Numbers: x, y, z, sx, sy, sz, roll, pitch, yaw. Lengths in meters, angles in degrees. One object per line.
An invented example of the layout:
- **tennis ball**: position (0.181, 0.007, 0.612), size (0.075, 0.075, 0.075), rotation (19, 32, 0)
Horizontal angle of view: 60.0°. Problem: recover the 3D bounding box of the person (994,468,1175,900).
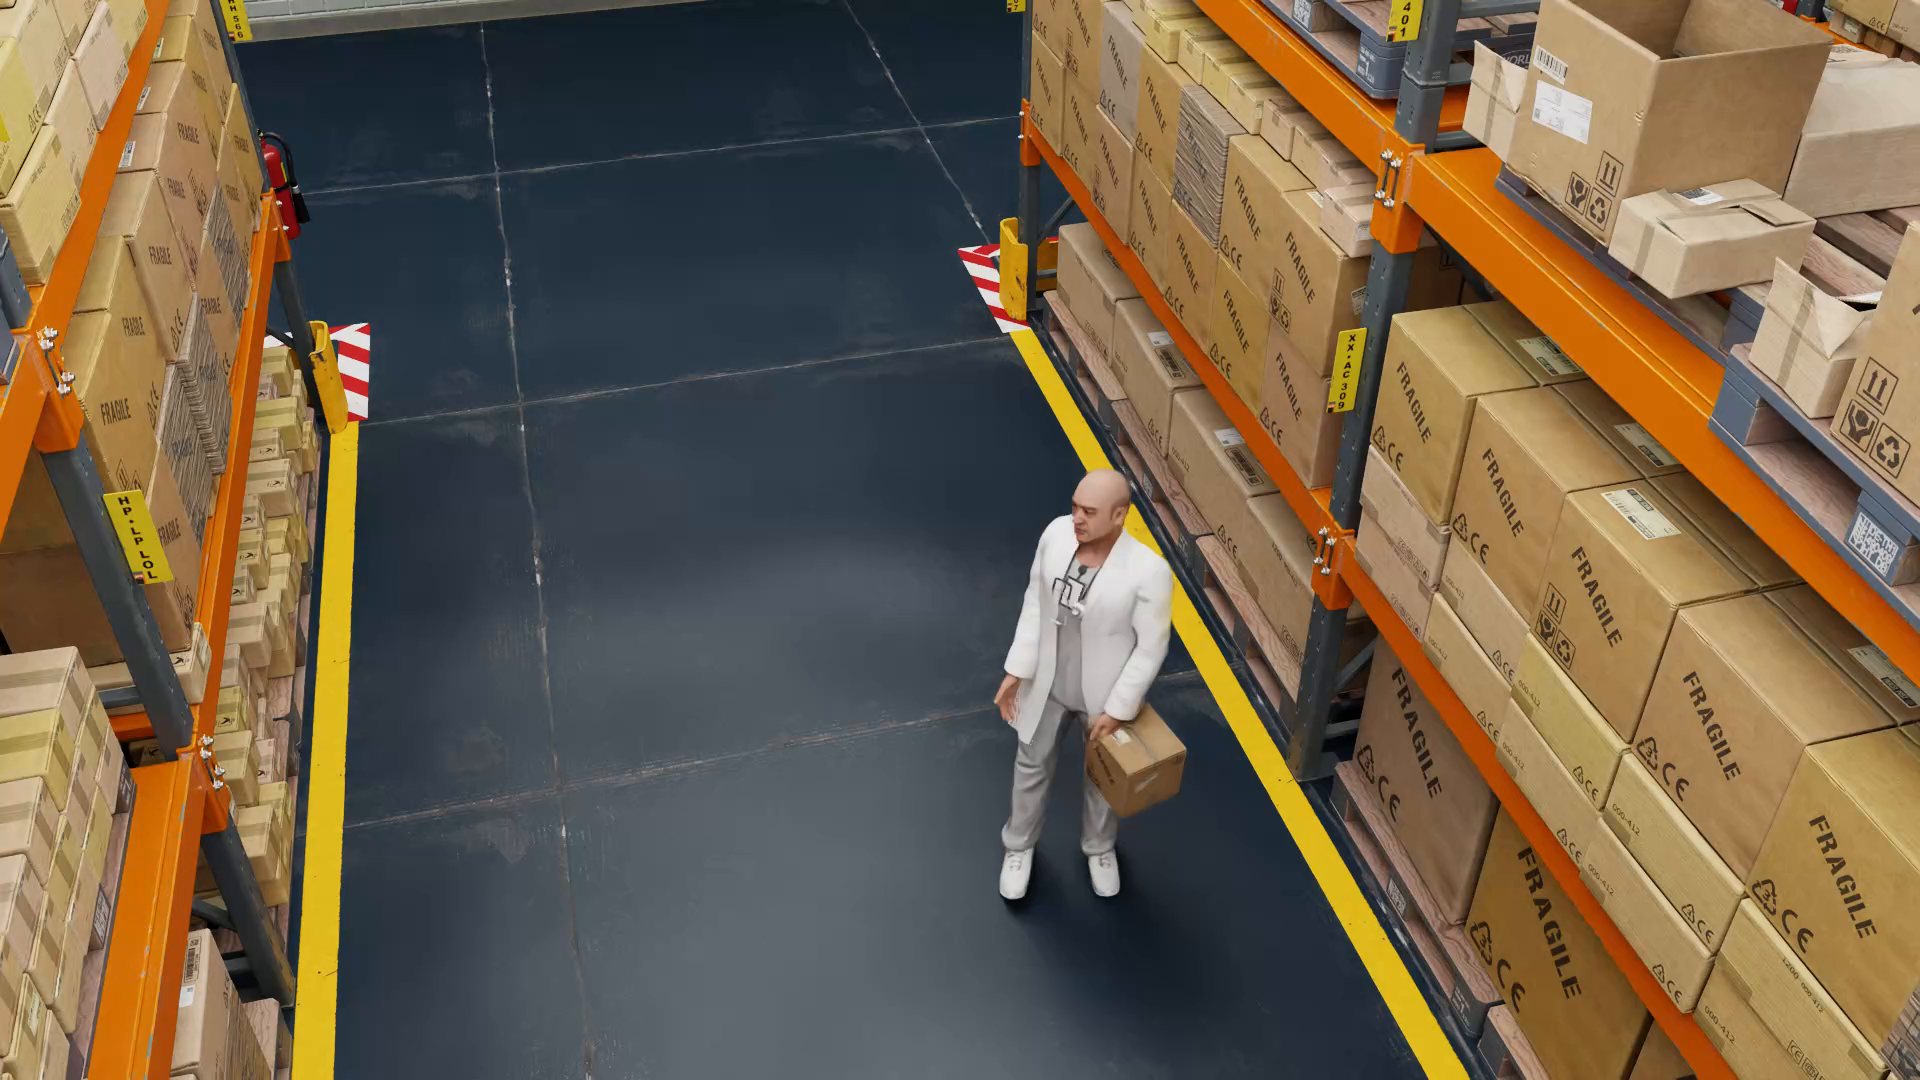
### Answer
- **person**: position (0.418, 0.578, 5.955), size (0.580, 1.782, 0.579), rotation (20, 42, 24)
